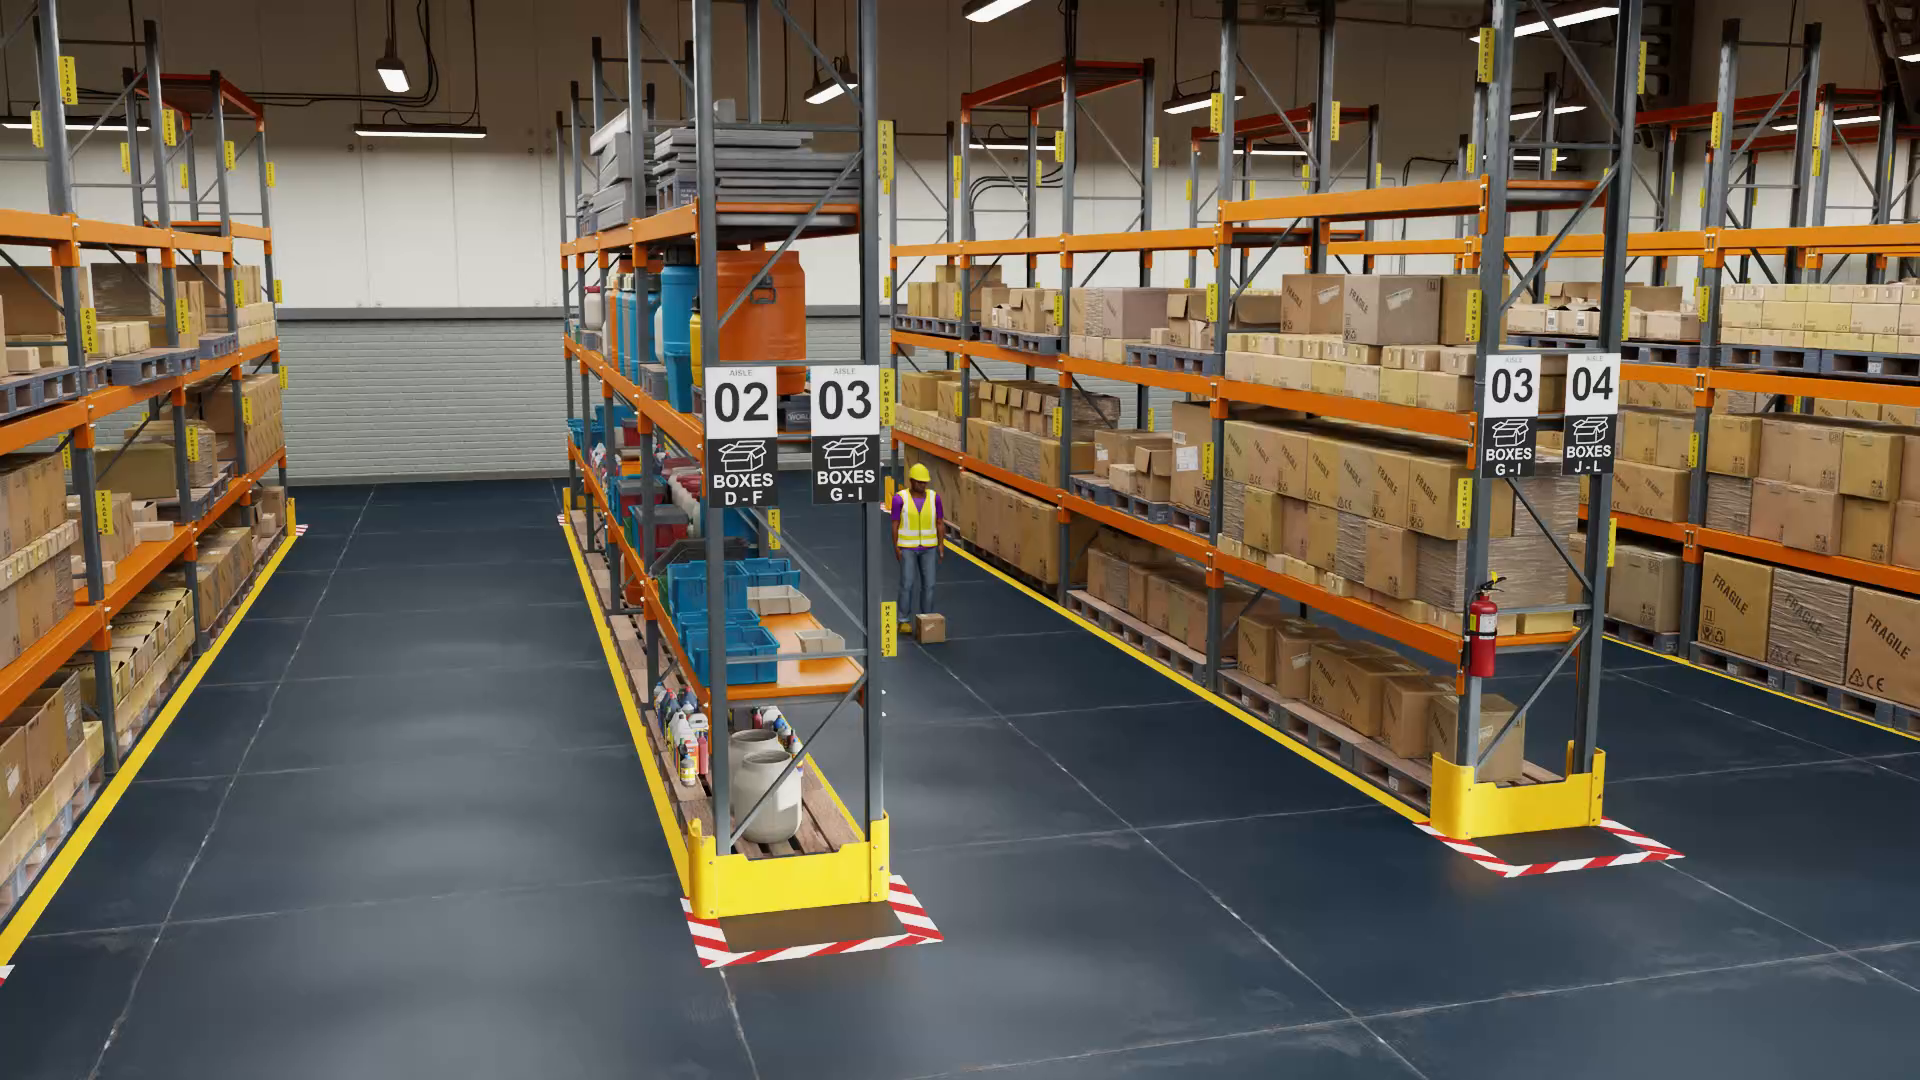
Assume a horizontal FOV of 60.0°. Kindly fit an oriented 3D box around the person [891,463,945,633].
[{"bbox_3d":[-0.431,0.078,17.321,0.566,1.762,0.365,-2,10,-15],"label":"person"}]
